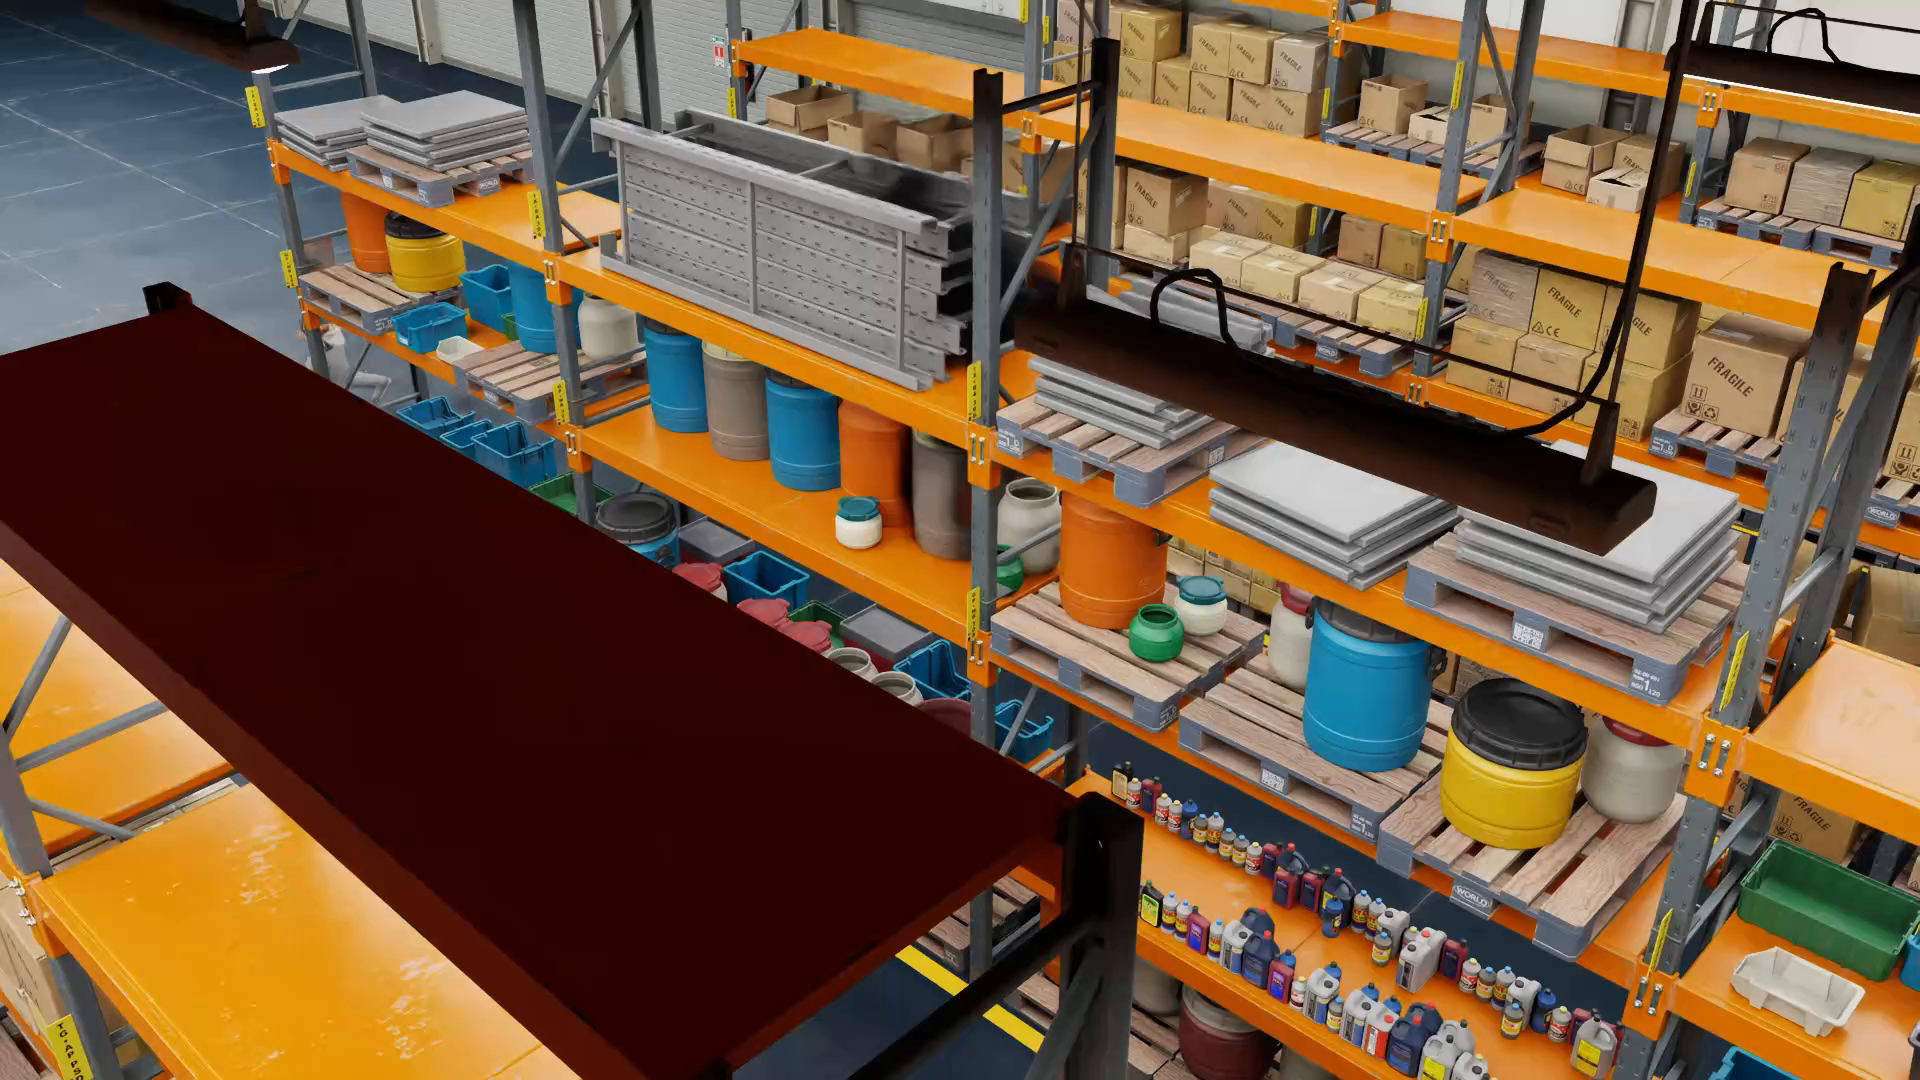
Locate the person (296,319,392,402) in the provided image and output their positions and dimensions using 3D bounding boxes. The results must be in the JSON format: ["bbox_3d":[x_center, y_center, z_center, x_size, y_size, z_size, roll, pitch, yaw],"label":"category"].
[{"bbox_3d":[-6.926,-2.138,18.270,1.142,1.799,0.630,-13,32,-22],"label":"person"}]
